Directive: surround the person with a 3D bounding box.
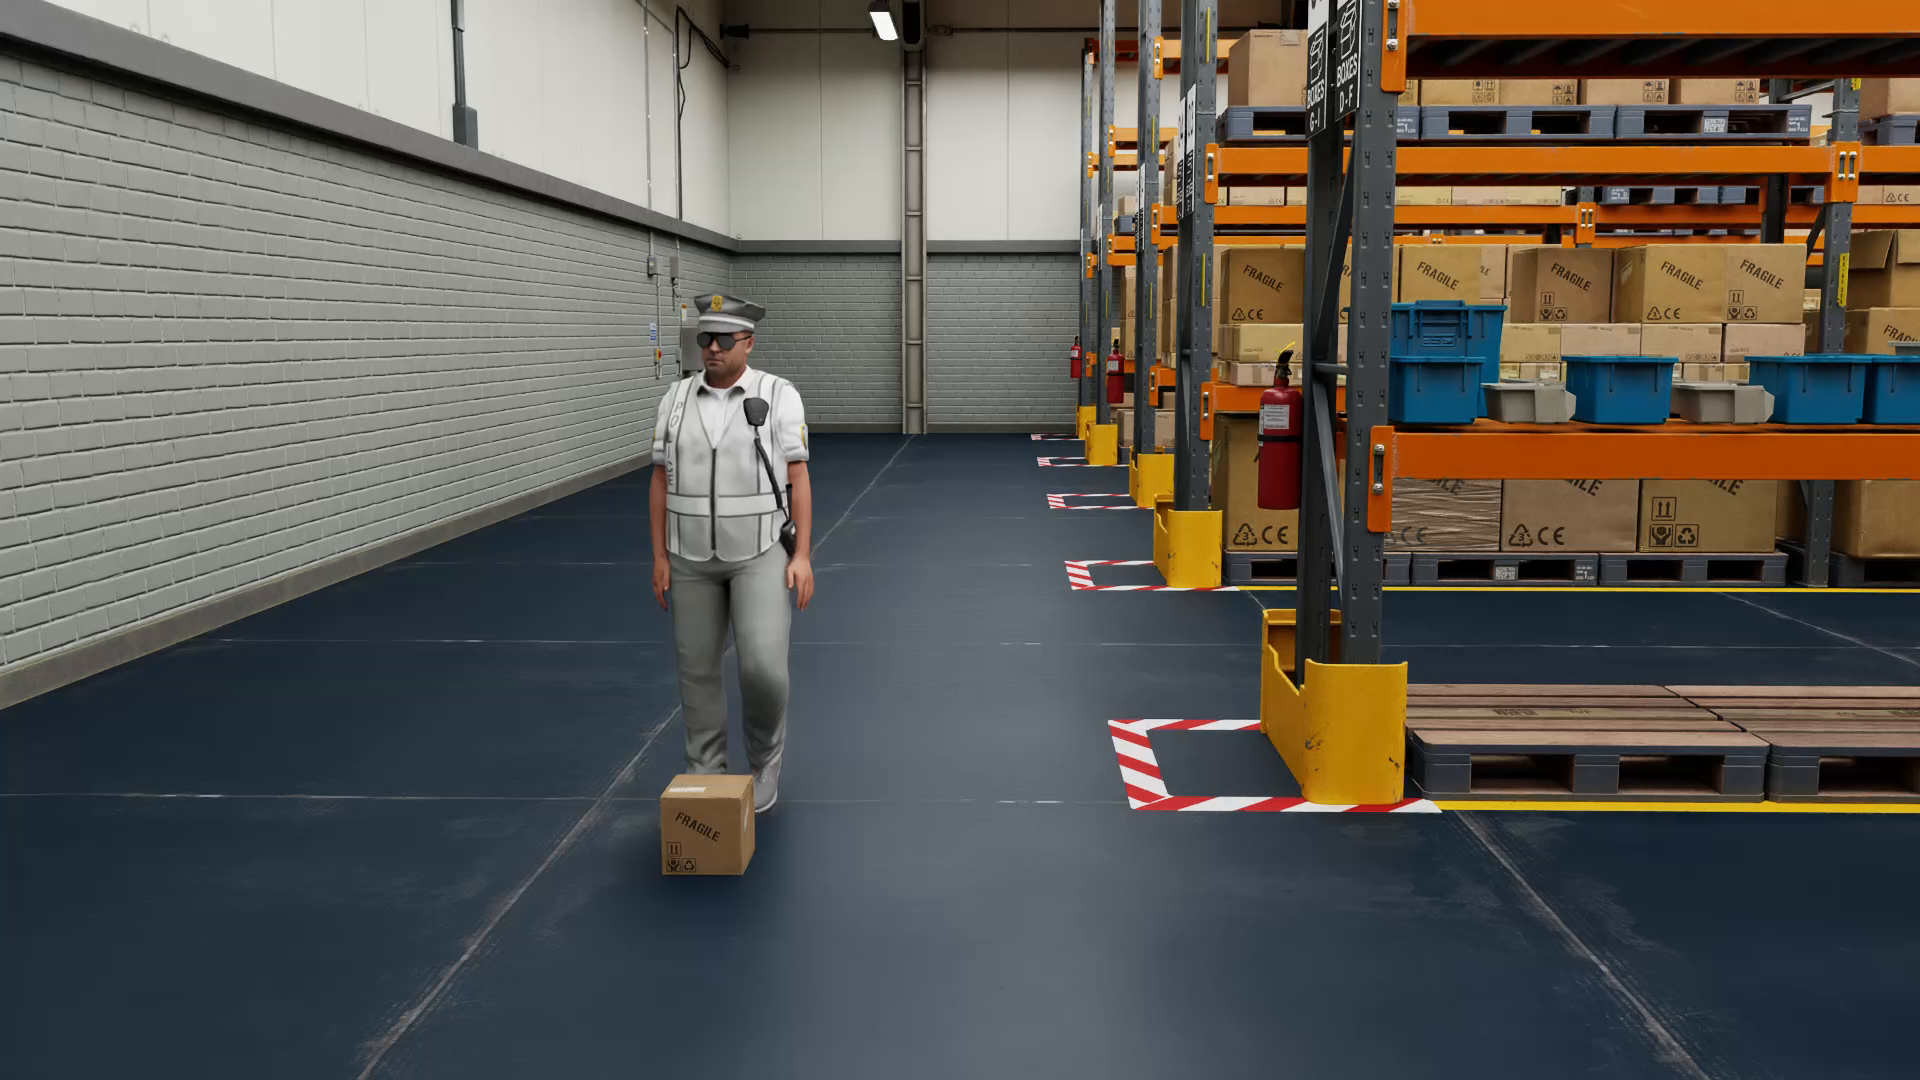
[{"bbox_3d":[-0.775,0.063,5.583,0.572,1.767,0.421,1,7,8],"label":"person"}]
